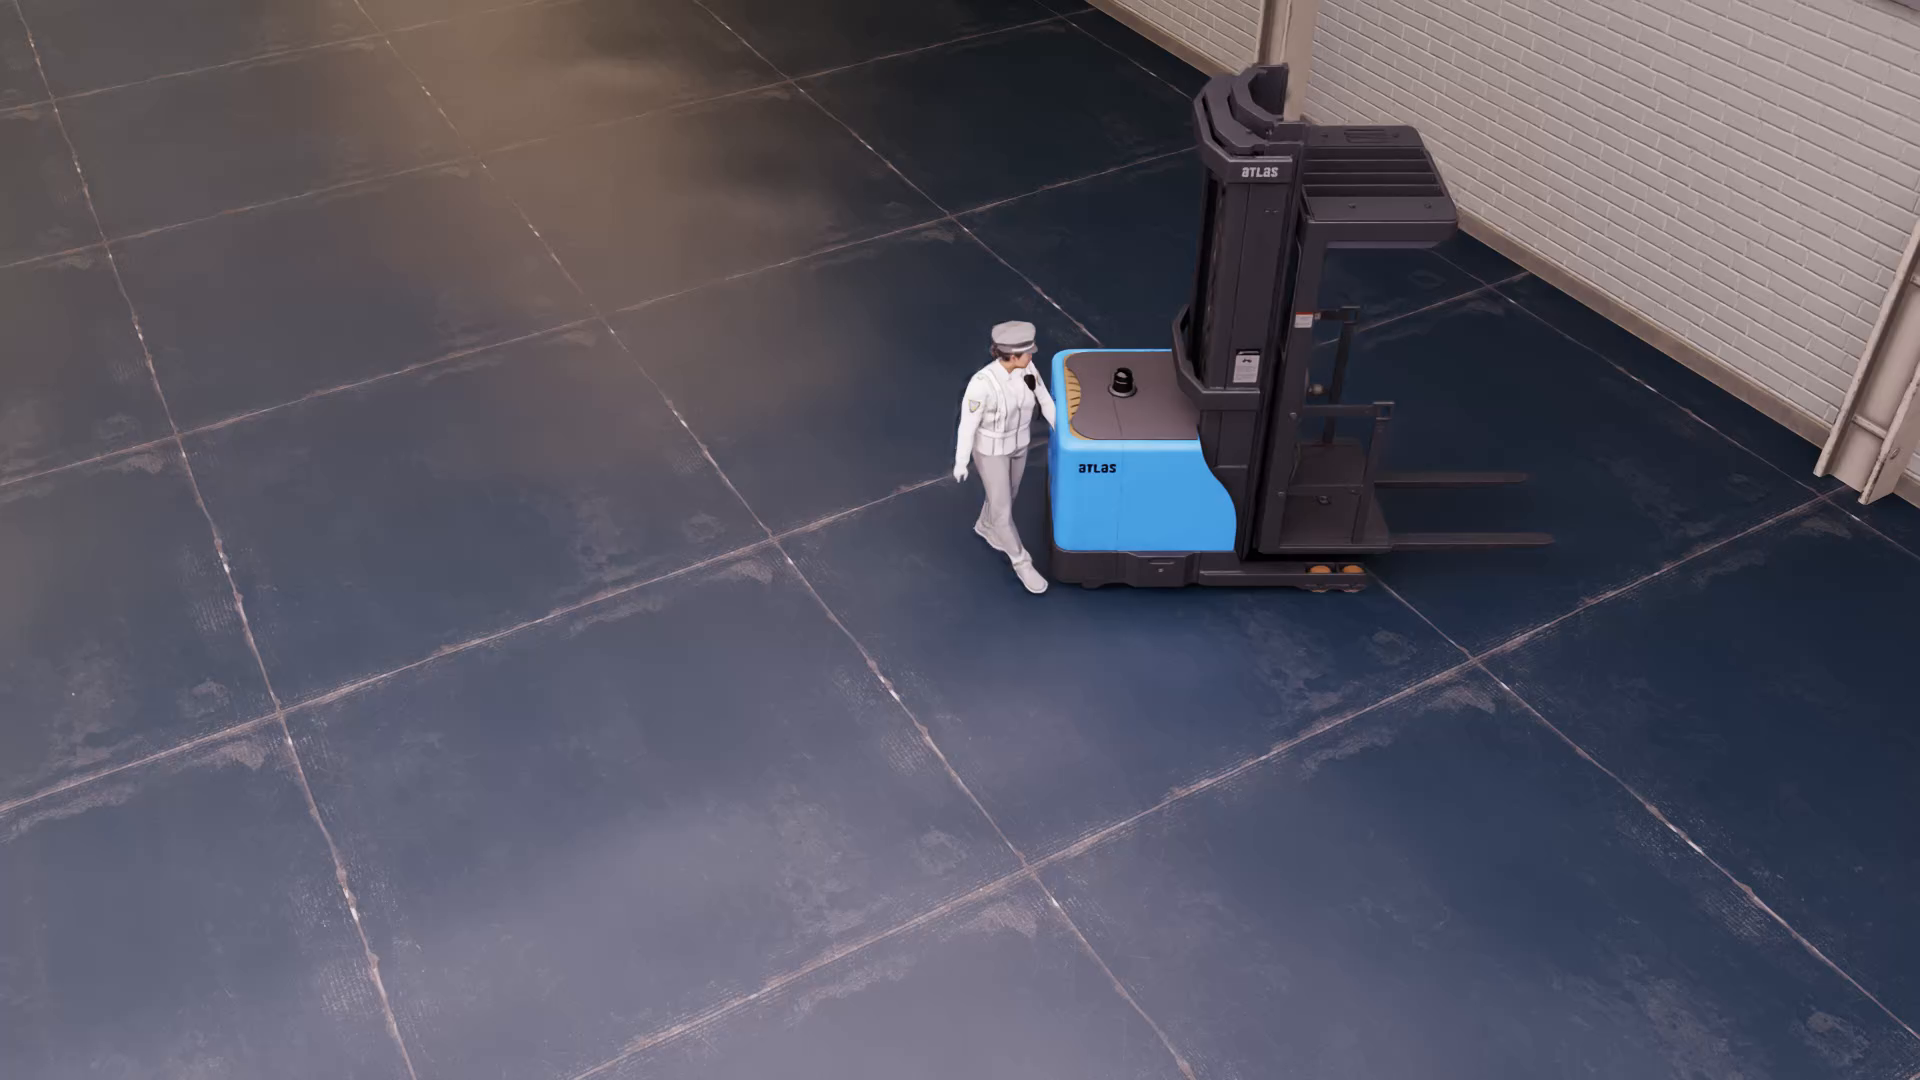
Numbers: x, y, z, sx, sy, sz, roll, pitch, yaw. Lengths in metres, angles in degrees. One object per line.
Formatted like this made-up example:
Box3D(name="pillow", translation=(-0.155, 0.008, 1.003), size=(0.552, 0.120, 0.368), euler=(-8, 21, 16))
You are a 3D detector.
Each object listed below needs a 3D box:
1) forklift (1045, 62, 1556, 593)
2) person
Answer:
Box3D(name="forklift", translation=(2.058, -1.154, 9.427), size=(3.031, 2.935, 1.130), euler=(0, 40, 0))
Box3D(name="person", translation=(0.326, -0.497, 9.658), size=(0.667, 1.635, 0.760), euler=(-31, 49, -32))
